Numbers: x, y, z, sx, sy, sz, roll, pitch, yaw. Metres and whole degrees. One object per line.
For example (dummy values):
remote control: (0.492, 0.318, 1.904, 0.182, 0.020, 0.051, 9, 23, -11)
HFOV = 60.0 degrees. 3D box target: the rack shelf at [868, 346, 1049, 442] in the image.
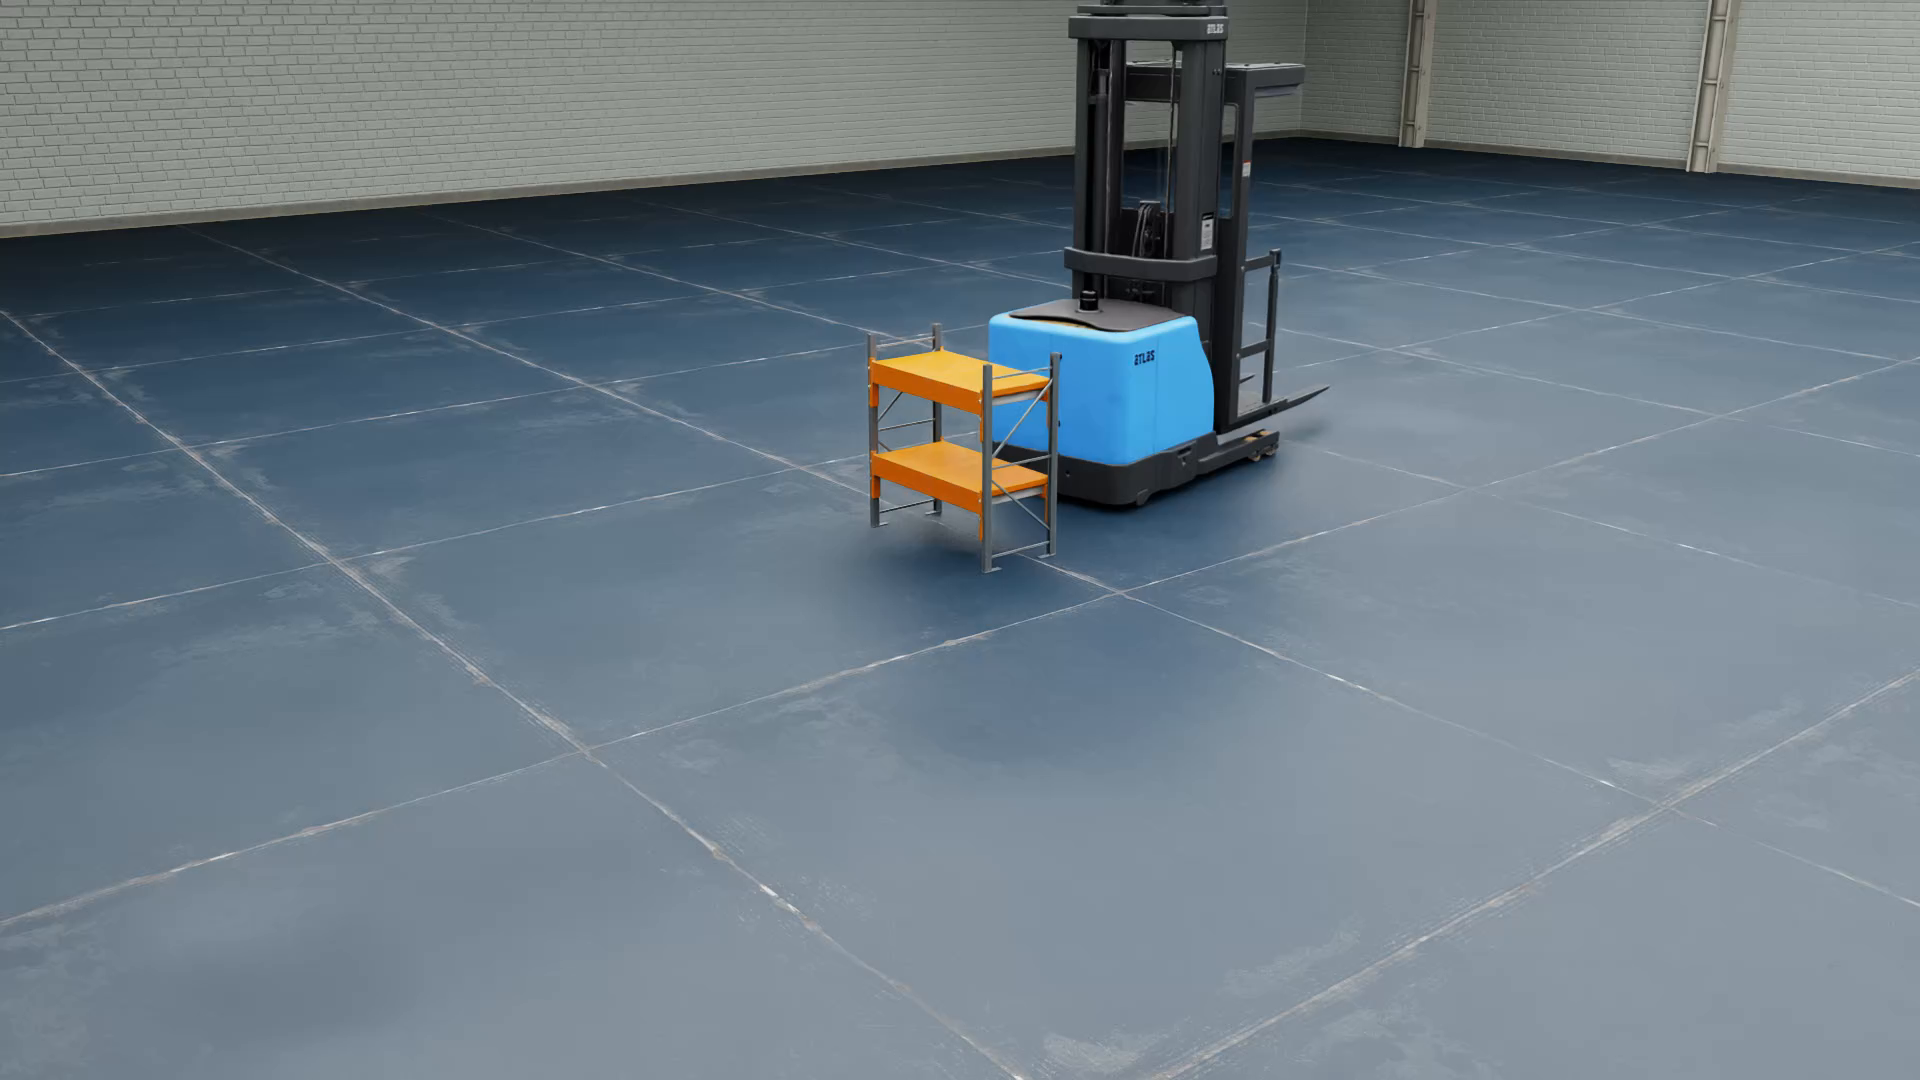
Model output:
rack shelf: (0.004, -0.810, 9.089, 0.538, 0.278, 1.000, -14, 23, -36)

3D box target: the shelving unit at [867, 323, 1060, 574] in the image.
shelving unit: (0.004, -0.532, 9.181, 0.538, 1.125, 1.048, -14, 23, -36)

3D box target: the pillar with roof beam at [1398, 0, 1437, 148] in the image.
pillar with roof beam: (5.521, -11.185, 28.826, 9.100, 9.000, 0.400, -14, 23, -36)

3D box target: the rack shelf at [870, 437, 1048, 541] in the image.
rack shelf: (0.004, -0.300, 9.258, 0.538, 0.278, 1.000, -14, 23, -36)

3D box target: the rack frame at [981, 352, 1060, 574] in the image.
rack frame: (0.320, -0.407, 8.802, 0.500, 1.125, 0.032, -14, 23, -36)

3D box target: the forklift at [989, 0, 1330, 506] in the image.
forklift: (1.470, -1.990, 10.709, 1.130, 2.935, 3.031, 14, 23, 36)

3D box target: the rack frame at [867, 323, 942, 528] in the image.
rack frame: (-0.311, -0.658, 9.559, 0.500, 1.125, 0.032, -14, 23, -36)

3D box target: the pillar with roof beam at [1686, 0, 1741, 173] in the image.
pillar with roof beam: (9.247, -9.707, 24.361, 9.100, 9.000, 0.400, -14, 23, -36)
